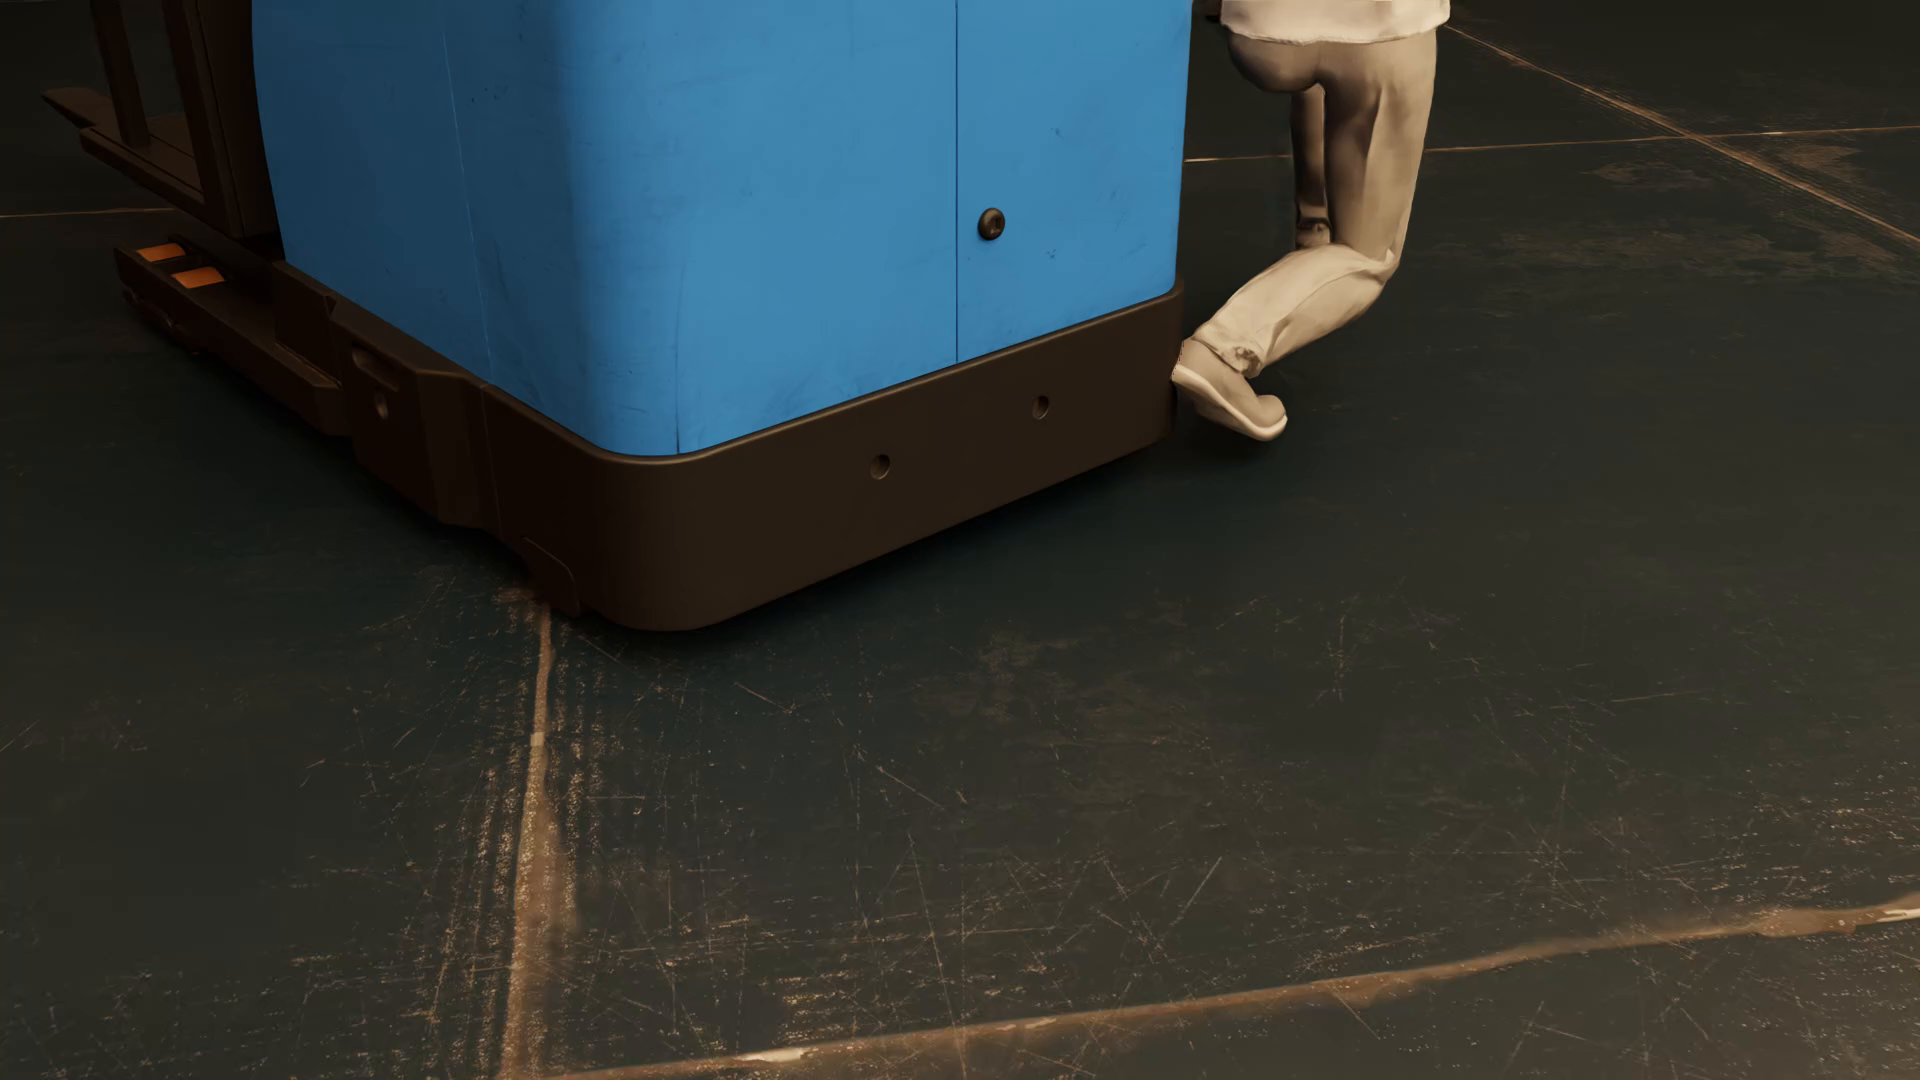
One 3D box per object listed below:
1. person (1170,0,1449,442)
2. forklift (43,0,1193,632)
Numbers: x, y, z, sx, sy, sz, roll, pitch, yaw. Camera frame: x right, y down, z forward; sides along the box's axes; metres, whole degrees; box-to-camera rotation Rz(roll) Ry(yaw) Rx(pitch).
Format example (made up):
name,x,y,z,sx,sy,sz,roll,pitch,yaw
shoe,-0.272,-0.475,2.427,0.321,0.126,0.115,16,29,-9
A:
name,x,y,z,sx,sy,sz,roll,pitch,yaw
person,0.359,-0.944,2.764,0.892,1.381,0.928,8,29,15
forklift,-1.007,-1.784,2.736,1.130,2.935,3.031,-23,35,-36
